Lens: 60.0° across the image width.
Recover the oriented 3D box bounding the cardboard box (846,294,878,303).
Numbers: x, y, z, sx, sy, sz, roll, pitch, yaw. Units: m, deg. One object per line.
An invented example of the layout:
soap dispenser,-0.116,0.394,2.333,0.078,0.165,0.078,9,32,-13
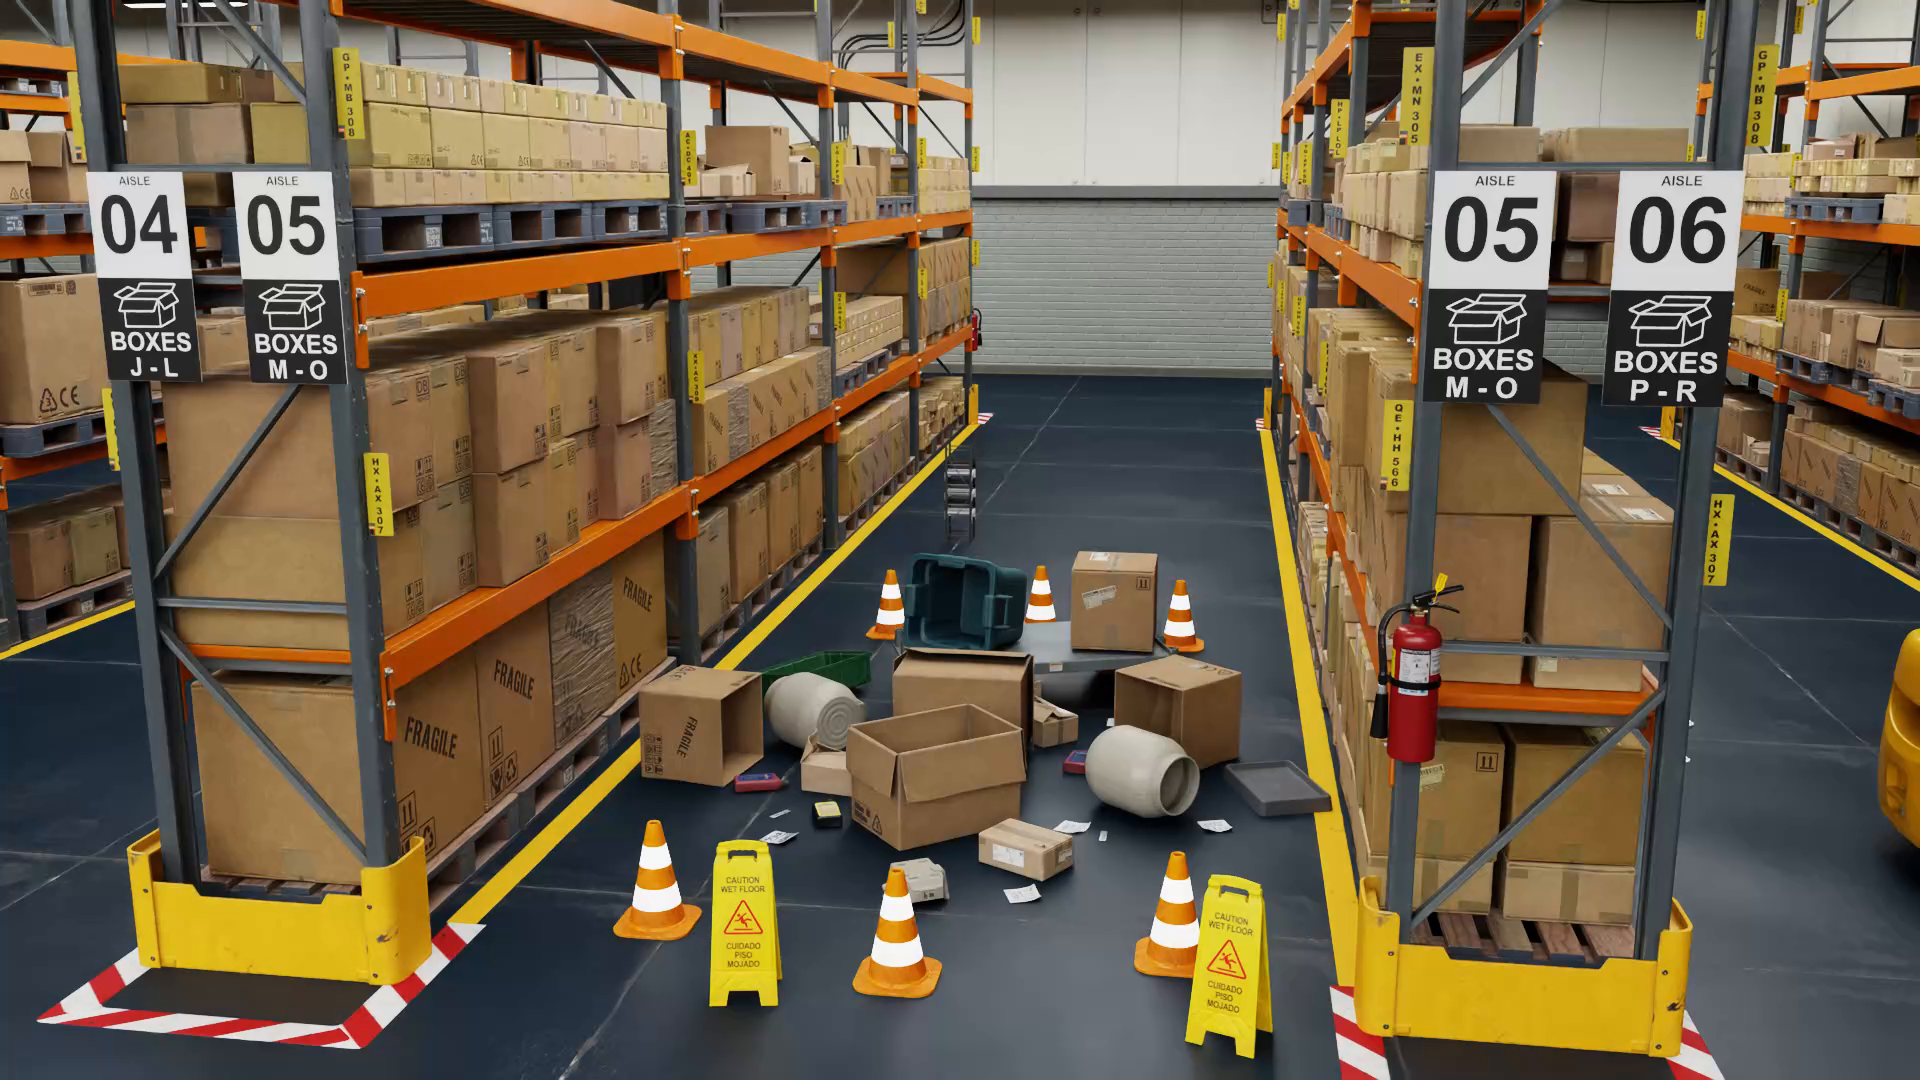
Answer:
cardboard box,-1.160,-2.536,18.696,0.500,0.500,0.500,2,12,9

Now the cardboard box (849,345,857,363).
cardboard box,-1.180,-1.736,15.529,0.380,0.149,0.250,2,12,11

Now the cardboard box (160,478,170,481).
cardboard box,-6.612,-0.318,14.237,0.700,0.500,0.500,1,12,4

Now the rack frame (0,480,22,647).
rack frame,-7.071,-0.748,11.344,1.000,3.000,0.127,2,12,9

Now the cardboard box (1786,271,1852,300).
cardboard box,9.348,-2.672,18.143,0.500,0.500,0.500,2,12,7

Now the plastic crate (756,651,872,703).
plastic crate,-0.918,0.859,10.426,0.450,0.188,0.662,-3,8,40

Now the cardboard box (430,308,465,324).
cardboard box,-5.726,-2.253,18.091,0.500,0.500,0.500,2,12,10

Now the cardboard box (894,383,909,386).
cardboard box,-0.802,-1.905,21.070,0.380,0.149,0.250,1,12,6

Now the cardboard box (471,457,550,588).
cardboard box,-2.516,-0.113,8.043,0.875,0.550,0.550,2,12,9

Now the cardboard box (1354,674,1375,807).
cardboard box,2.048,0.894,7.474,0.500,0.500,0.500,2,12,11

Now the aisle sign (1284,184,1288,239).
aisle sign,4.291,-4.220,21.284,0.394,0.787,0.004,2,12,9

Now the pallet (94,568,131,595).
pallet,-6.768,0.198,13.572,1.003,0.211,1.213,2,12,9

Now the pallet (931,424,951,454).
pallet,-0.702,-1.264,20.358,1.003,0.211,1.213,2,12,9

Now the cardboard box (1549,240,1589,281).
cardboard box,2.429,-1.054,6.239,0.380,0.149,0.250,1,12,7

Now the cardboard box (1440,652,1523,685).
cardboard box,1.952,0.444,6.410,0.380,0.149,0.250,2,12,11

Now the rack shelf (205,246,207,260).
rack shelf,-6.149,-3.112,16.899,1.077,0.370,4.000,2,12,9

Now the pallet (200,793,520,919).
pallet,-2.756,1.461,7.715,1.003,0.211,1.213,2,12,9

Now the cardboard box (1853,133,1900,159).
cardboard box,8.877,-3.812,16.114,0.396,0.266,0.258,2,12,8

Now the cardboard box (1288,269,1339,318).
cardboard box,3.548,-2.441,16.588,0.500,0.500,0.500,2,12,8

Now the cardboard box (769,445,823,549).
cardboard box,-1.753,-0.381,13.982,1.050,0.750,0.750,2,12,8

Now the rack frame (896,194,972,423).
rack frame,-0.341,-3.064,22.092,1.000,3.000,0.127,2,12,9

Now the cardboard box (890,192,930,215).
cardboard box,-0.624,-3.712,18.335,0.500,0.250,0.500,3,12,12

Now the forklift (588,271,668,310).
forklift,-3.572,-1.794,16.358,3.031,2.935,1.130,3,12,13

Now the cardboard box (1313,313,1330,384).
cardboard box,2.965,-1.464,12.727,0.500,0.500,0.500,3,12,12

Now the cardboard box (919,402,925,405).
cardboard box,-0.607,-1.509,19.232,0.380,0.149,0.250,2,12,8

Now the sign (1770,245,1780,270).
sign,10.017,-3.463,20.444,0.100,0.325,0.005,2,12,9

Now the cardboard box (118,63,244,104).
cardboard box,-3.085,-1.802,6.585,0.380,0.149,0.250,2,12,9

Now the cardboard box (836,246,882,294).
cardboard box,-1.151,-3.021,18.575,0.500,0.500,0.500,1,12,7

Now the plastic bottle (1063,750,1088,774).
plastic bottle,0.669,1.217,9.199,0.133,0.061,0.283,4,13,18

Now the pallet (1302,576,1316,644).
pallet,3.024,0.519,12.082,1.003,0.211,1.213,2,12,9

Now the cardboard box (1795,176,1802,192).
cardboard box,8.417,-3.481,16.266,0.380,0.149,0.250,2,12,10

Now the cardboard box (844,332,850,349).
cardboard box,-1.221,-1.833,15.272,0.380,0.149,0.250,1,12,7

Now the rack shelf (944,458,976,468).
rack shelf,0.001,-0.673,14.857,0.258,0.077,0.200,2,12,9

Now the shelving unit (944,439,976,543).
shelving unit,0.001,-0.442,14.906,0.258,0.900,0.210,2,12,9

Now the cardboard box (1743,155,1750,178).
cardboard box,8.926,-4.147,18.458,0.500,0.250,0.500,2,12,10

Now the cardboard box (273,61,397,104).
cardboard box,-2.435,-1.780,6.483,0.380,0.149,0.250,2,12,9

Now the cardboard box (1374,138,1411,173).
cardboard box,2.068,-1.728,7.474,0.380,0.149,0.250,2,12,10

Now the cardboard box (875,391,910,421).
cardboard box,-0.820,-1.418,17.611,0.500,0.250,0.500,2,12,7

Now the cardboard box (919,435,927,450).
cardboard box,-0.582,-1.109,18.787,0.380,0.149,0.250,1,12,6

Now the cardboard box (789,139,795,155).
cardboard box,-1.701,-3.488,14.885,0.396,0.266,0.258,2,12,9

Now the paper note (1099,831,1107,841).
paper note,0.707,1.459,8.200,0.032,0.001,0.123,2,12,9

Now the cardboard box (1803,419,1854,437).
cardboard box,8.572,-1.106,16.404,0.380,0.149,0.250,2,12,7

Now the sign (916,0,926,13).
sign,-0.406,-5.681,17.403,0.100,0.325,0.005,2,12,9

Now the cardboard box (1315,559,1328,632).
cardboard box,2.906,0.393,11.289,0.950,0.372,0.625,3,12,12

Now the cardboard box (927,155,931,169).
cardboard box,-0.529,-4.279,18.831,0.380,0.149,0.250,2,12,7

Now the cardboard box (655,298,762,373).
cardboard box,-1.881,-1.525,12.338,0.700,0.500,0.500,2,12,8

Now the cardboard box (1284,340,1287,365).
cardboard box,3.623,-1.936,17.212,0.500,0.250,0.500,2,12,7

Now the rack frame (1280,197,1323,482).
rack frame,3.951,-2.092,17.581,1.000,3.000,0.127,2,12,9

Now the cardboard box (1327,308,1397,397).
cardboard box,2.439,-1.025,9.314,0.700,0.500,0.500,2,12,8

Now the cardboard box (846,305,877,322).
cardboard box,-1.026,-2.244,16.472,0.380,0.149,0.250,1,12,6

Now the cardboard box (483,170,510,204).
cardboard box,-2.277,-1.602,7.551,0.380,0.149,0.250,2,12,9

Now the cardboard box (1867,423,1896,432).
cardboard box,9.020,-1.041,16.100,0.380,0.149,0.250,2,12,9

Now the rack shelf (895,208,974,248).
rack shelf,-0.648,-3.763,19.920,1.077,0.370,4.000,2,12,9

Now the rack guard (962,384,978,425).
rack guard,-0.352,-1.826,22.282,1.175,0.500,0.348,2,12,9

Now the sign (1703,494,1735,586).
sign,2.642,0.000,5.818,0.100,0.325,0.005,2,12,9

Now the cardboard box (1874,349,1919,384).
cardboard box,8.083,-1.462,14.014,0.500,0.250,0.500,1,12,6
